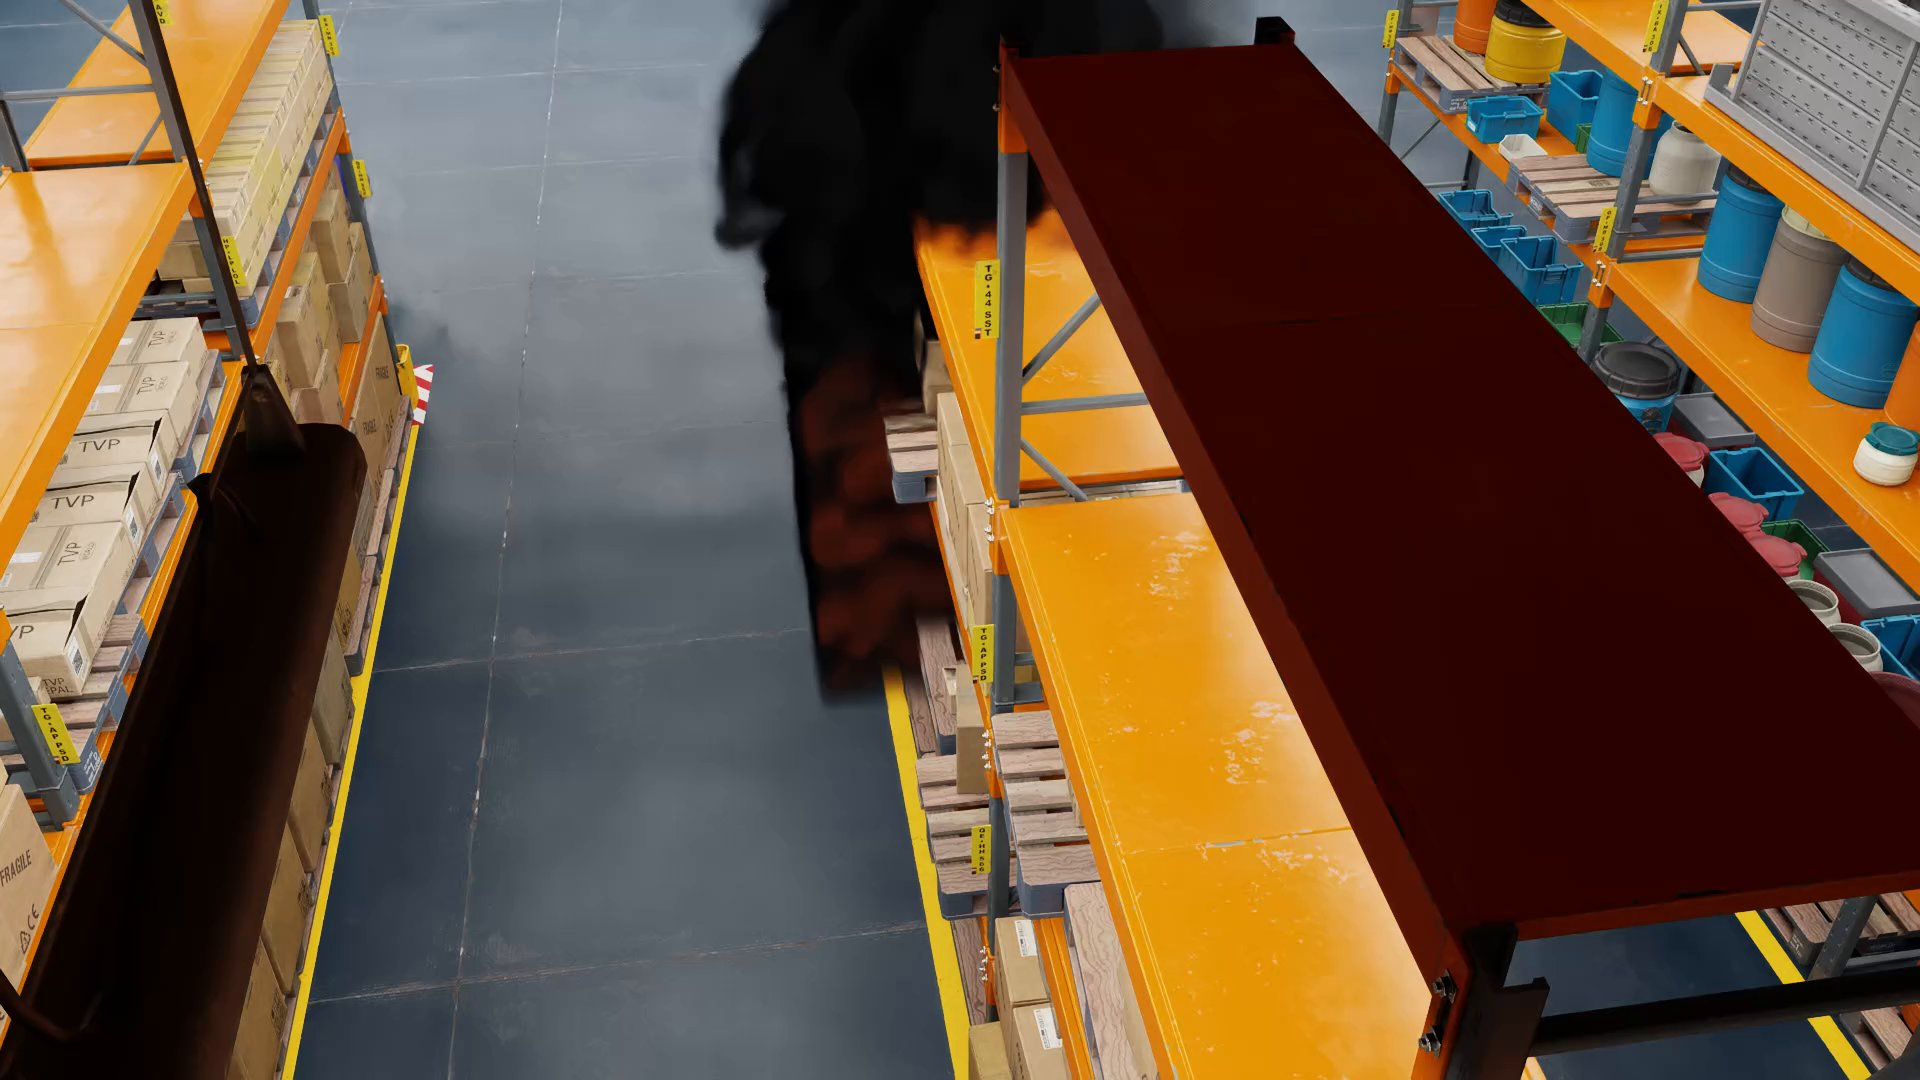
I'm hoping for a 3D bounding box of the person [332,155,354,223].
[{"bbox_3d":[-6.085,-3.158,16.357,0.576,1.693,0.815,-30,46,-34],"label":"person"}]

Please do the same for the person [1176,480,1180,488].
[{"bbox_3d":[1.427,-0.382,12.516,0.681,1.815,0.722,-5,37,-6],"label":"person"}]
